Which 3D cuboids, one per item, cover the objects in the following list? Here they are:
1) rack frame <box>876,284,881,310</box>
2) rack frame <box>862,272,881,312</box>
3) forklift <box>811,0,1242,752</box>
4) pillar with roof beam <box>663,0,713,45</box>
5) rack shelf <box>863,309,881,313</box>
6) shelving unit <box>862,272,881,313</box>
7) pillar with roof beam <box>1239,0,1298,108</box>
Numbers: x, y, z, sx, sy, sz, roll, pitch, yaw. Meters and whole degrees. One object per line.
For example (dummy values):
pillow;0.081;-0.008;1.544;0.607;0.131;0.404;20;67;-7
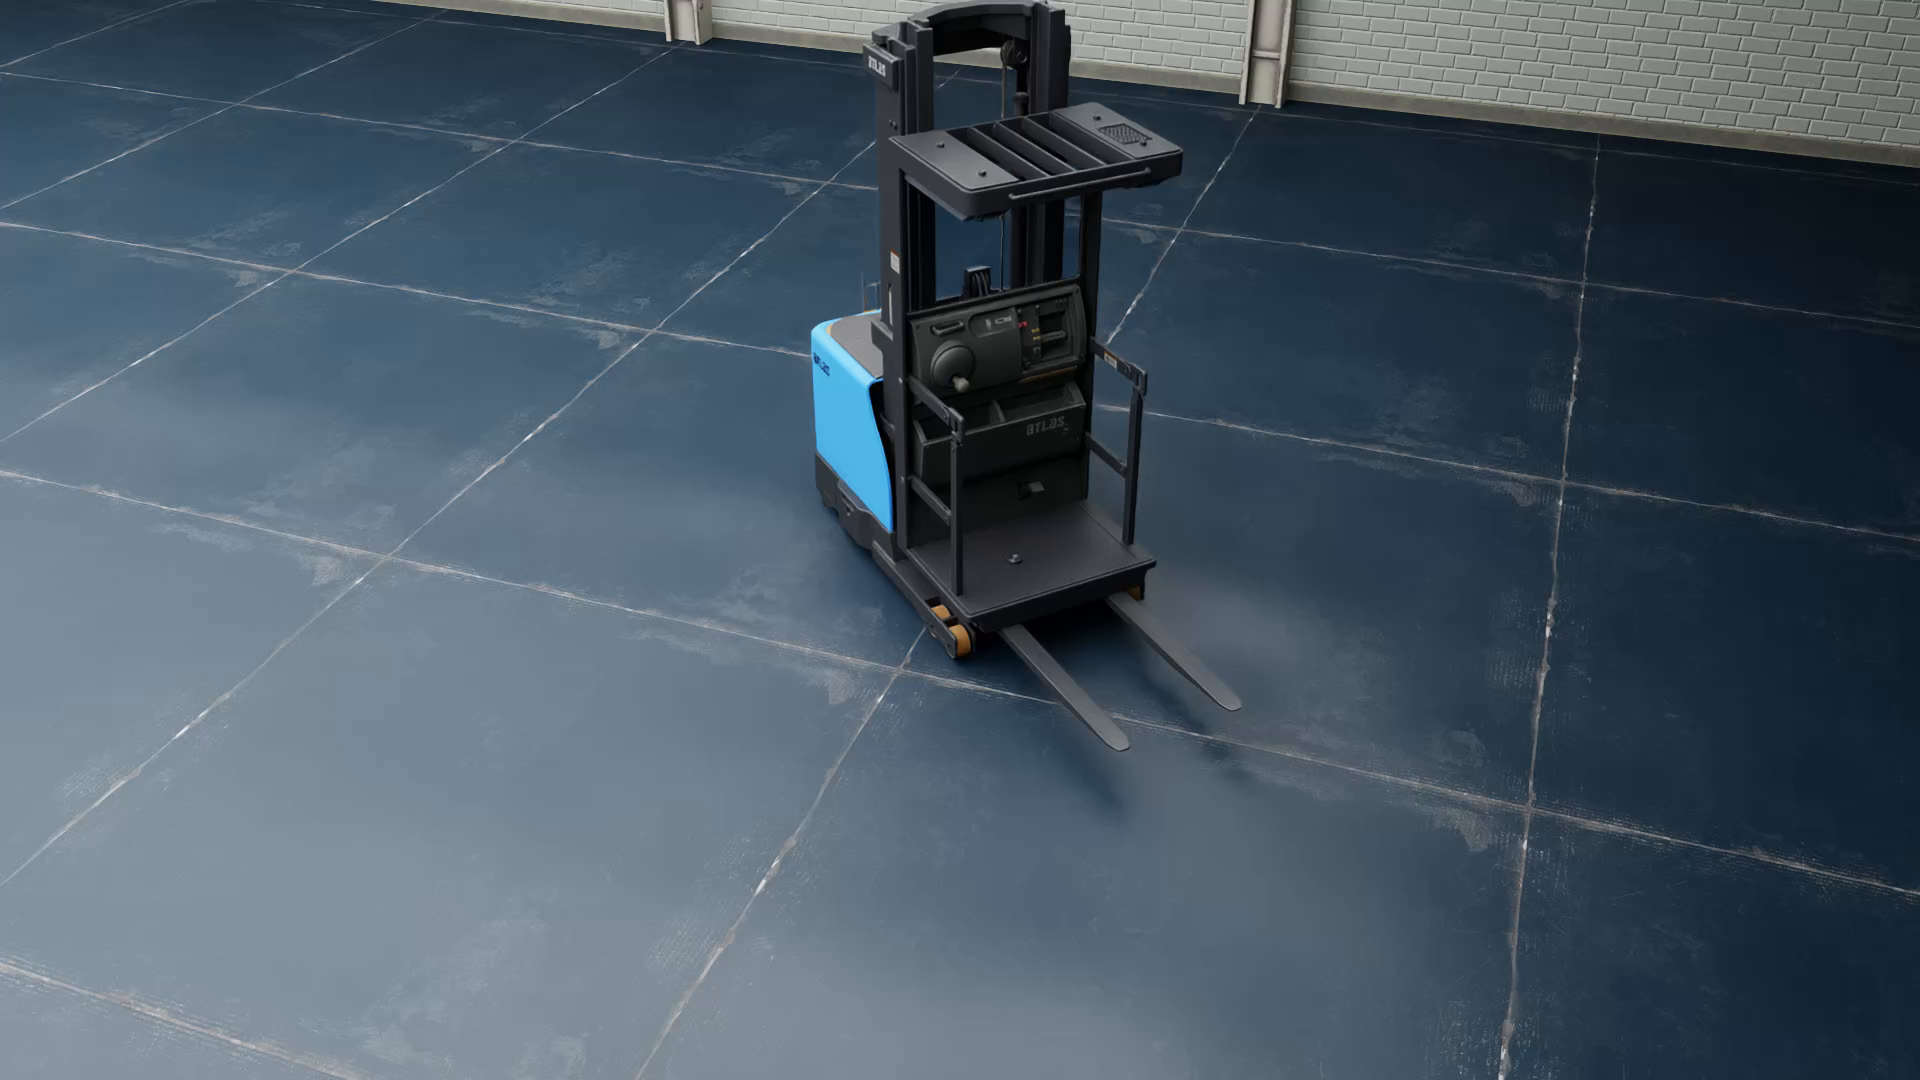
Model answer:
rack frame;-0.358;-0.937;9.564;0.240;1.200;0.006;-16;36;-23
rack frame;-0.443;-1.025;9.700;0.240;1.200;0.006;-16;36;-23
forklift;0.299;-0.920;7.941;1.130;2.935;3.031;-16;36;-23
pillar with roof beam;-4.259;-6.797;11.450;0.400;9.000;9.100;11;34;16
rack shelf;-0.401;-1.246;9.460;0.258;0.103;0.180;-16;36;-23
shelving unit;-0.401;-0.981;9.632;0.258;1.200;0.189;-16;36;-23
pillar with roof beam;1.389;-5.699;9.749;0.400;9.000;9.100;11;34;16
